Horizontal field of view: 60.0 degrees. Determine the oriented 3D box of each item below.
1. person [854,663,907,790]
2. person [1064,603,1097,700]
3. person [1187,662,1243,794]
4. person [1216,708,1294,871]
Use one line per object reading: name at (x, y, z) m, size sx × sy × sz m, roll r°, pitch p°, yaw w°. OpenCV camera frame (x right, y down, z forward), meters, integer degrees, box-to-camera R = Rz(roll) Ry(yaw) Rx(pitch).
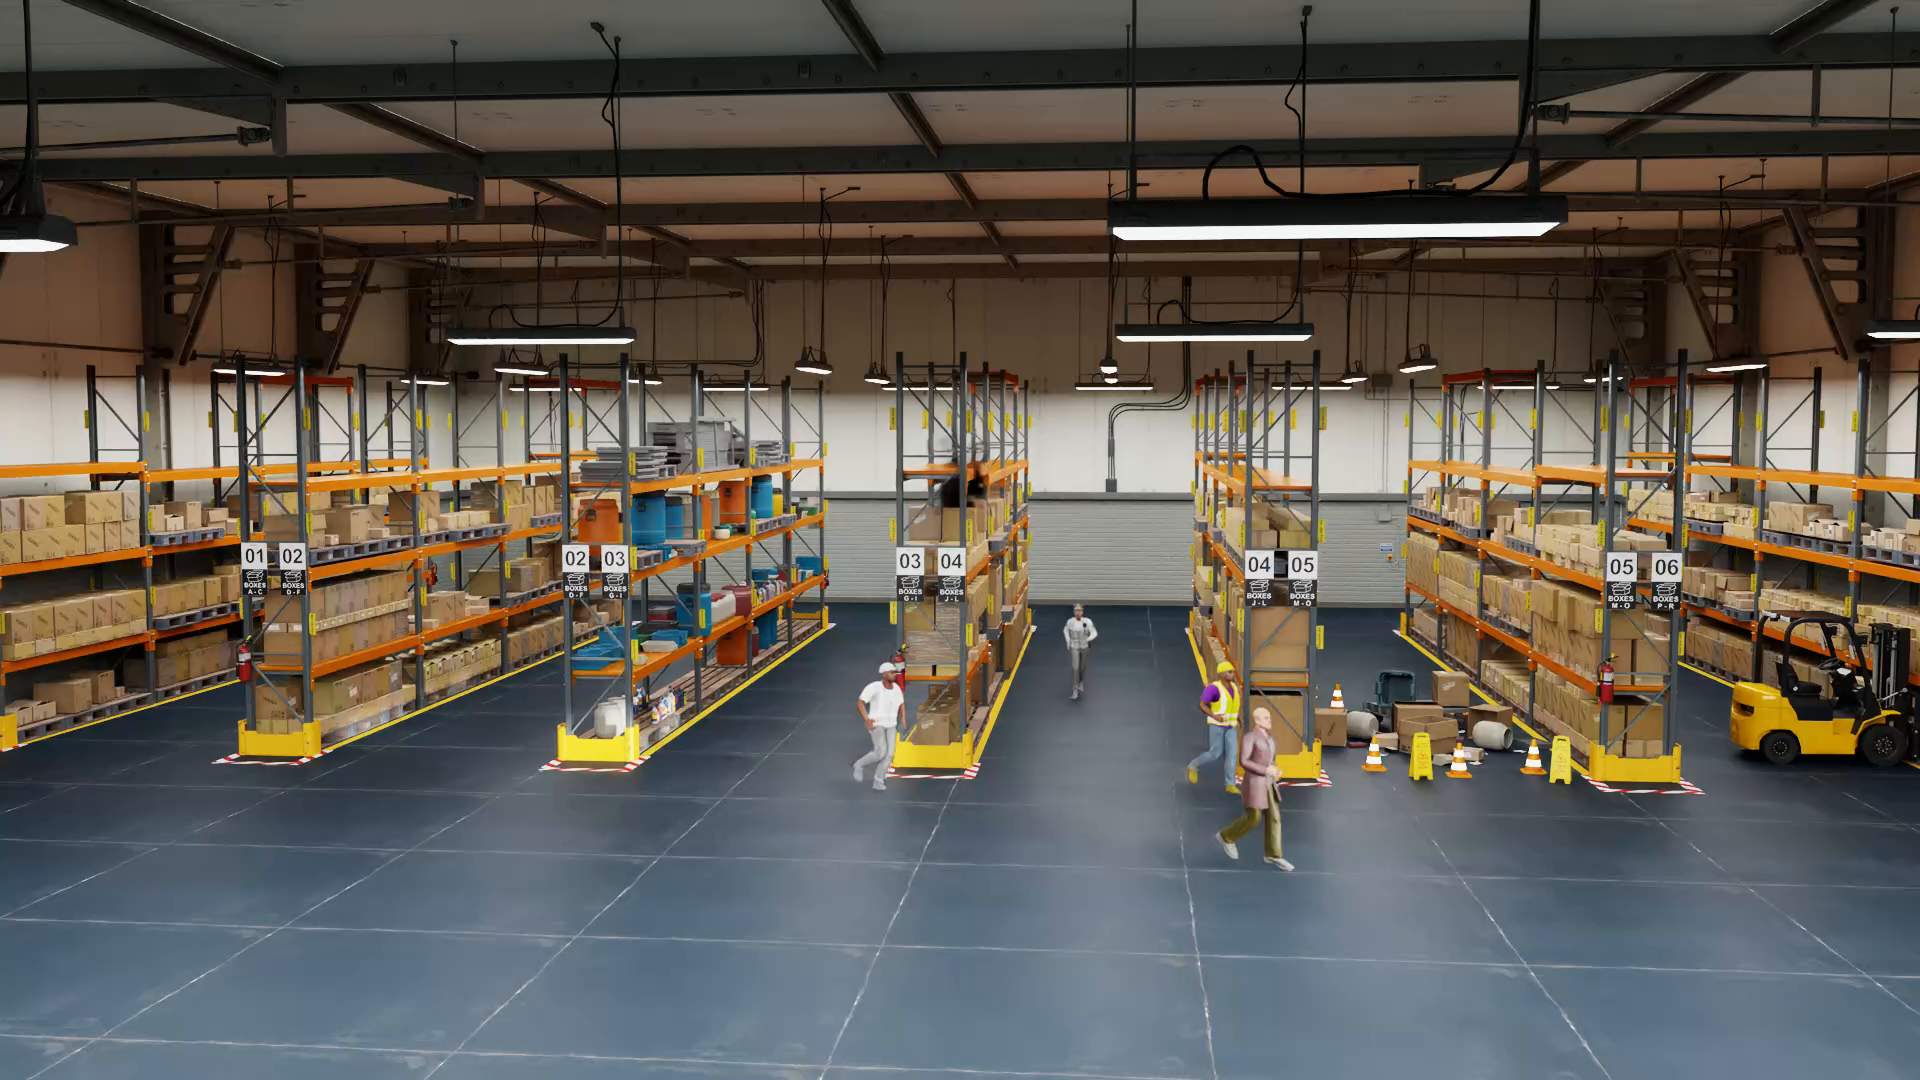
person at (-1.057, 2.532, 22.805) m, size 0.752 × 1.706 × 0.592 m, roll -4°, pitch 5°, yaw -42°
person at (2.197, 1.999, 30.311) m, size 0.611 × 1.732 × 0.812 m, roll 0°, pitch 4°, yaw 3°
person at (3.588, 2.524, 22.628) m, size 0.774 × 1.738 × 0.942 m, roll -3°, pitch 5°, yaw -40°
person at (3.350, 2.780, 18.775) m, size 0.933 × 1.799 × 0.734 m, roll 3°, pitch 5°, yaw 40°
